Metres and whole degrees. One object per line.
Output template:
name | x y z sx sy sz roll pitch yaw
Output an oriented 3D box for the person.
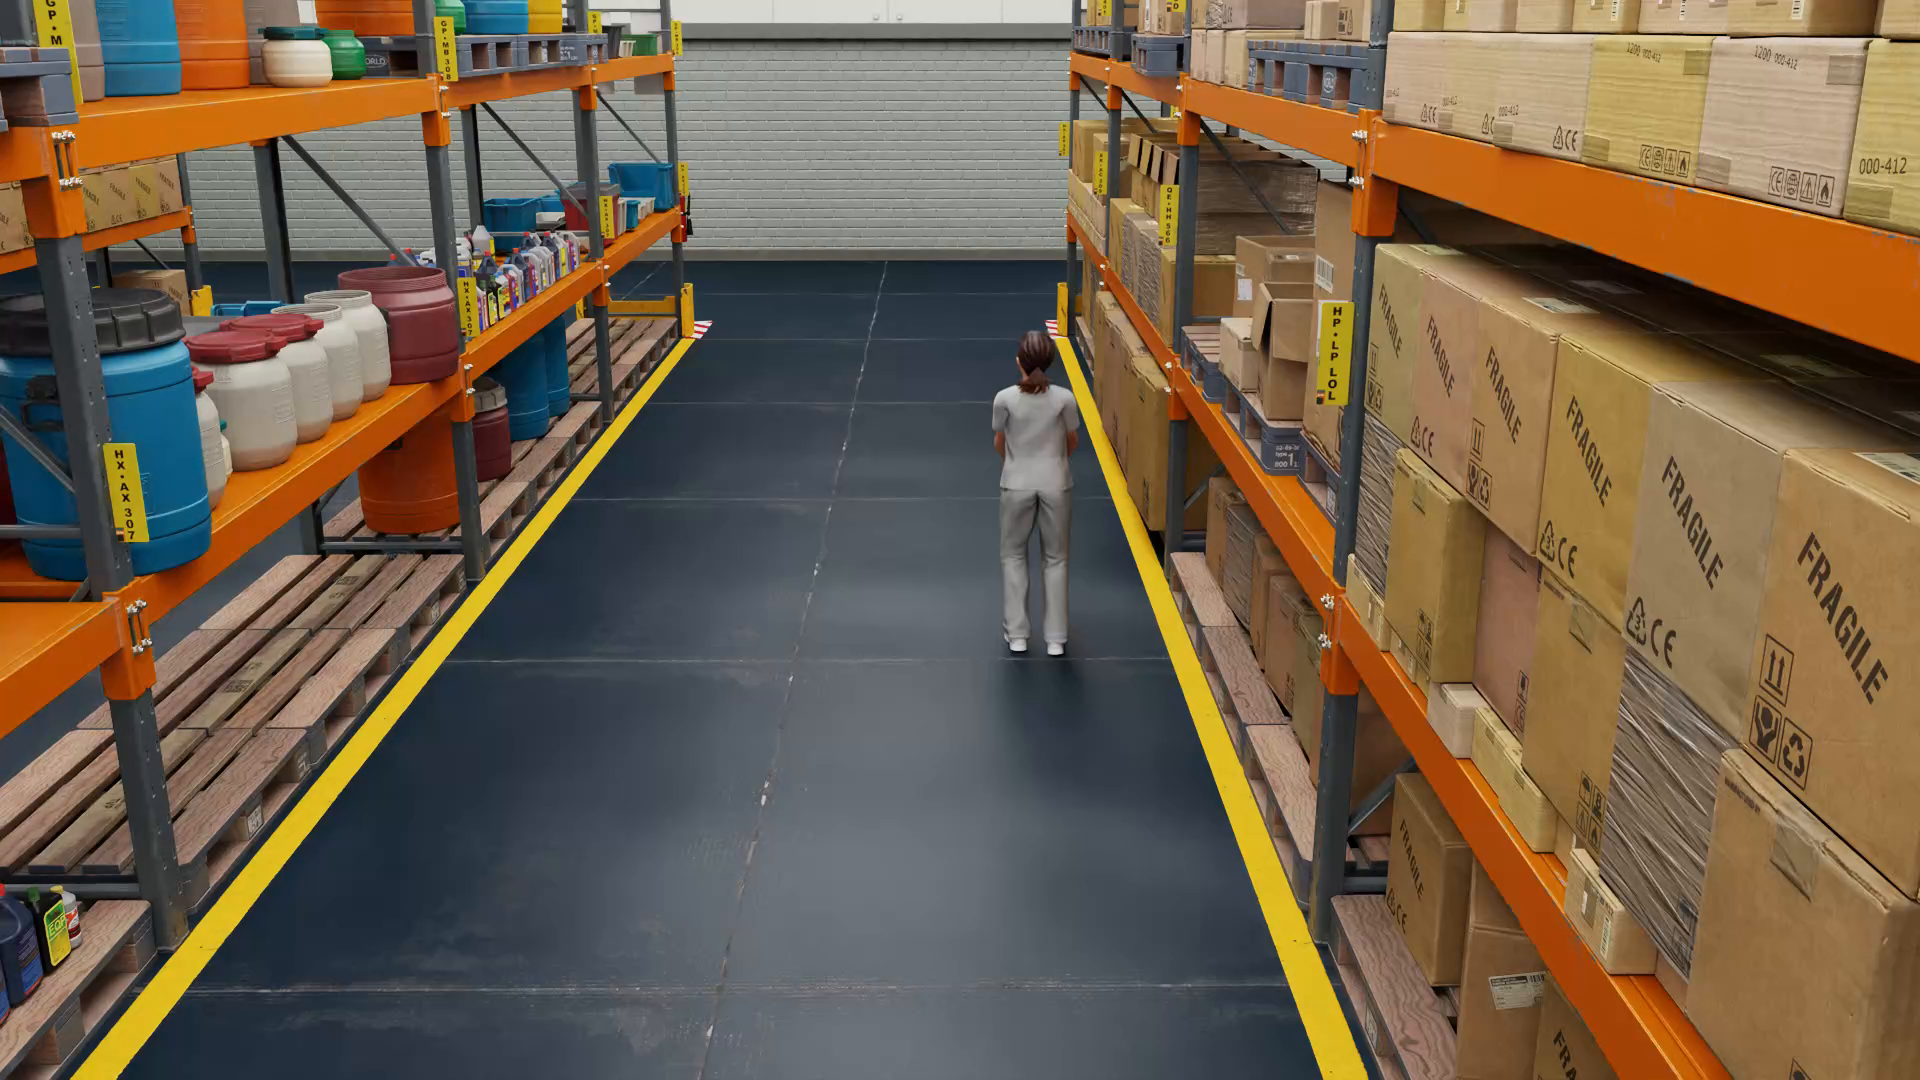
person | 0.377 -0.250 8.378 0.436 1.663 0.553 0 17 0
